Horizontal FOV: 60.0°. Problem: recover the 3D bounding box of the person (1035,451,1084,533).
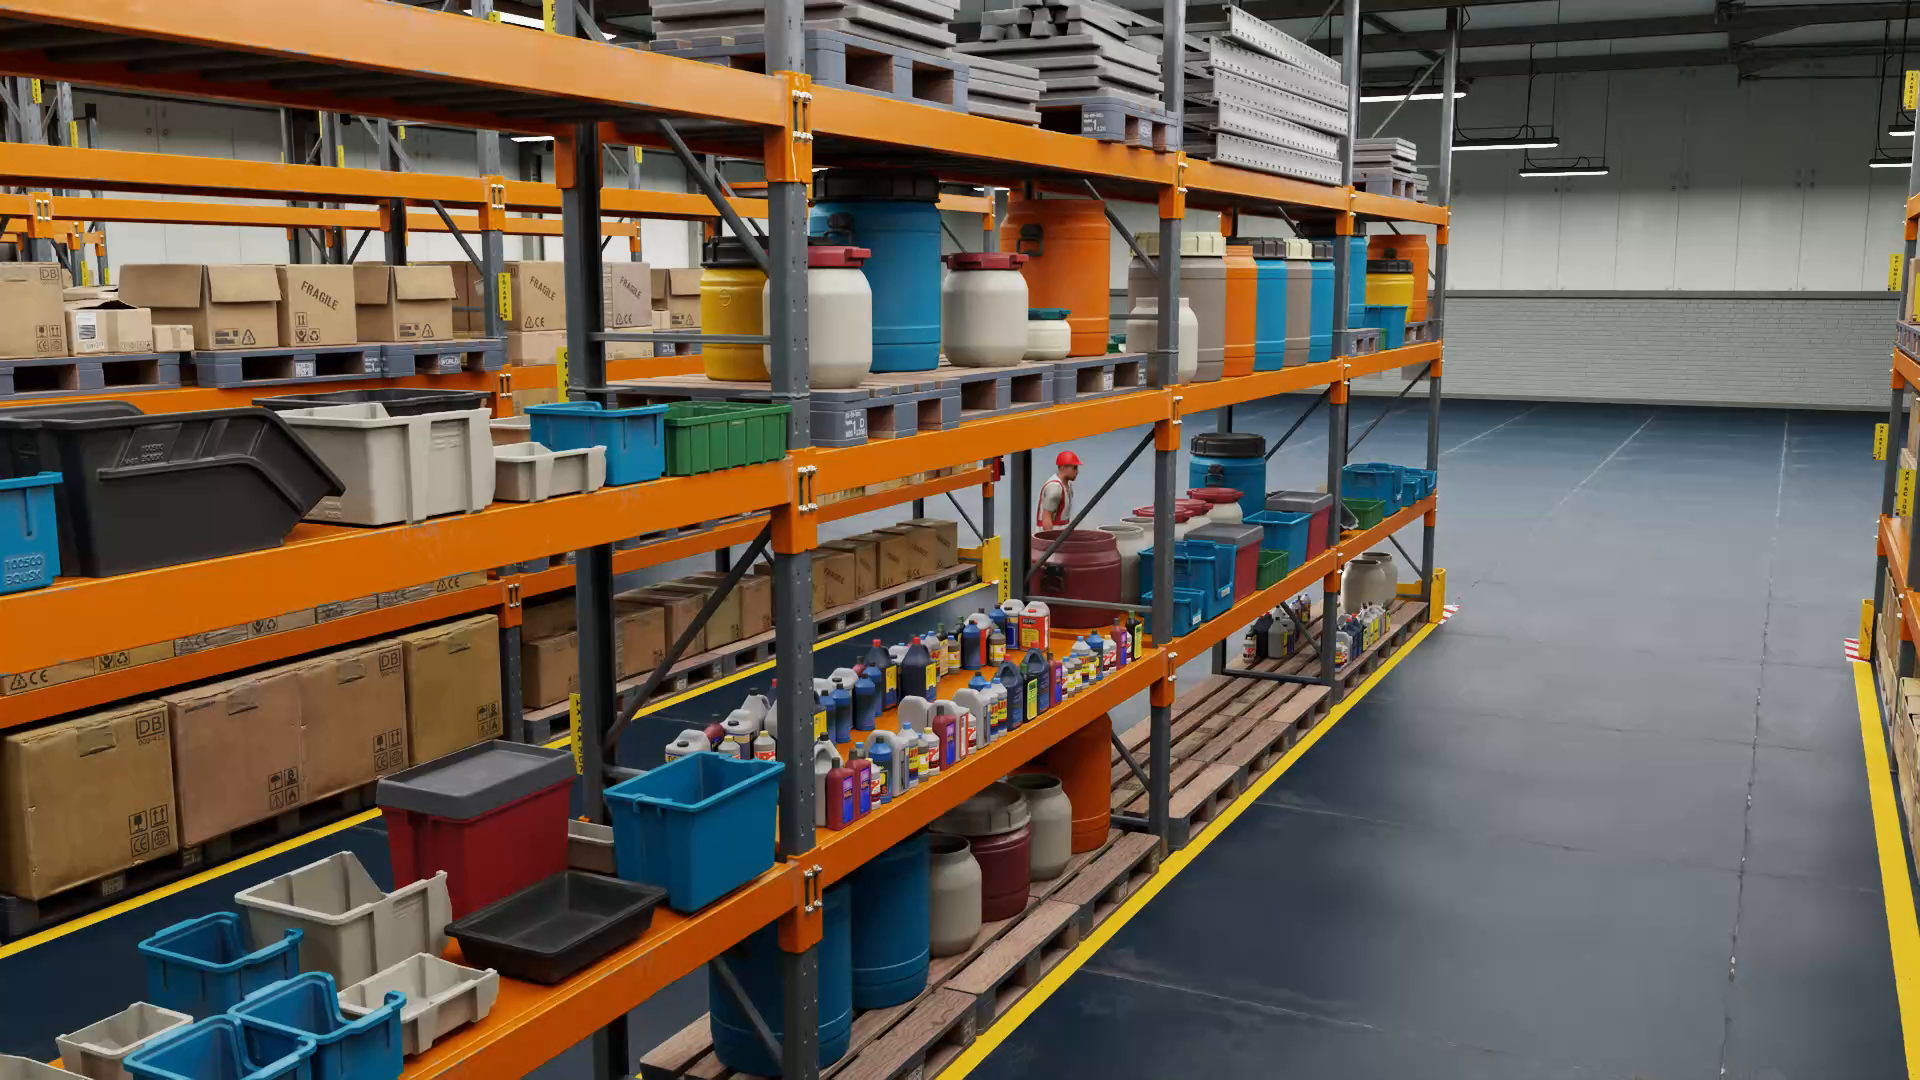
[{"bbox_3d":[0.976,0.020,16.196,0.452,1.778,0.613,4,10,23],"label":"person"}]
